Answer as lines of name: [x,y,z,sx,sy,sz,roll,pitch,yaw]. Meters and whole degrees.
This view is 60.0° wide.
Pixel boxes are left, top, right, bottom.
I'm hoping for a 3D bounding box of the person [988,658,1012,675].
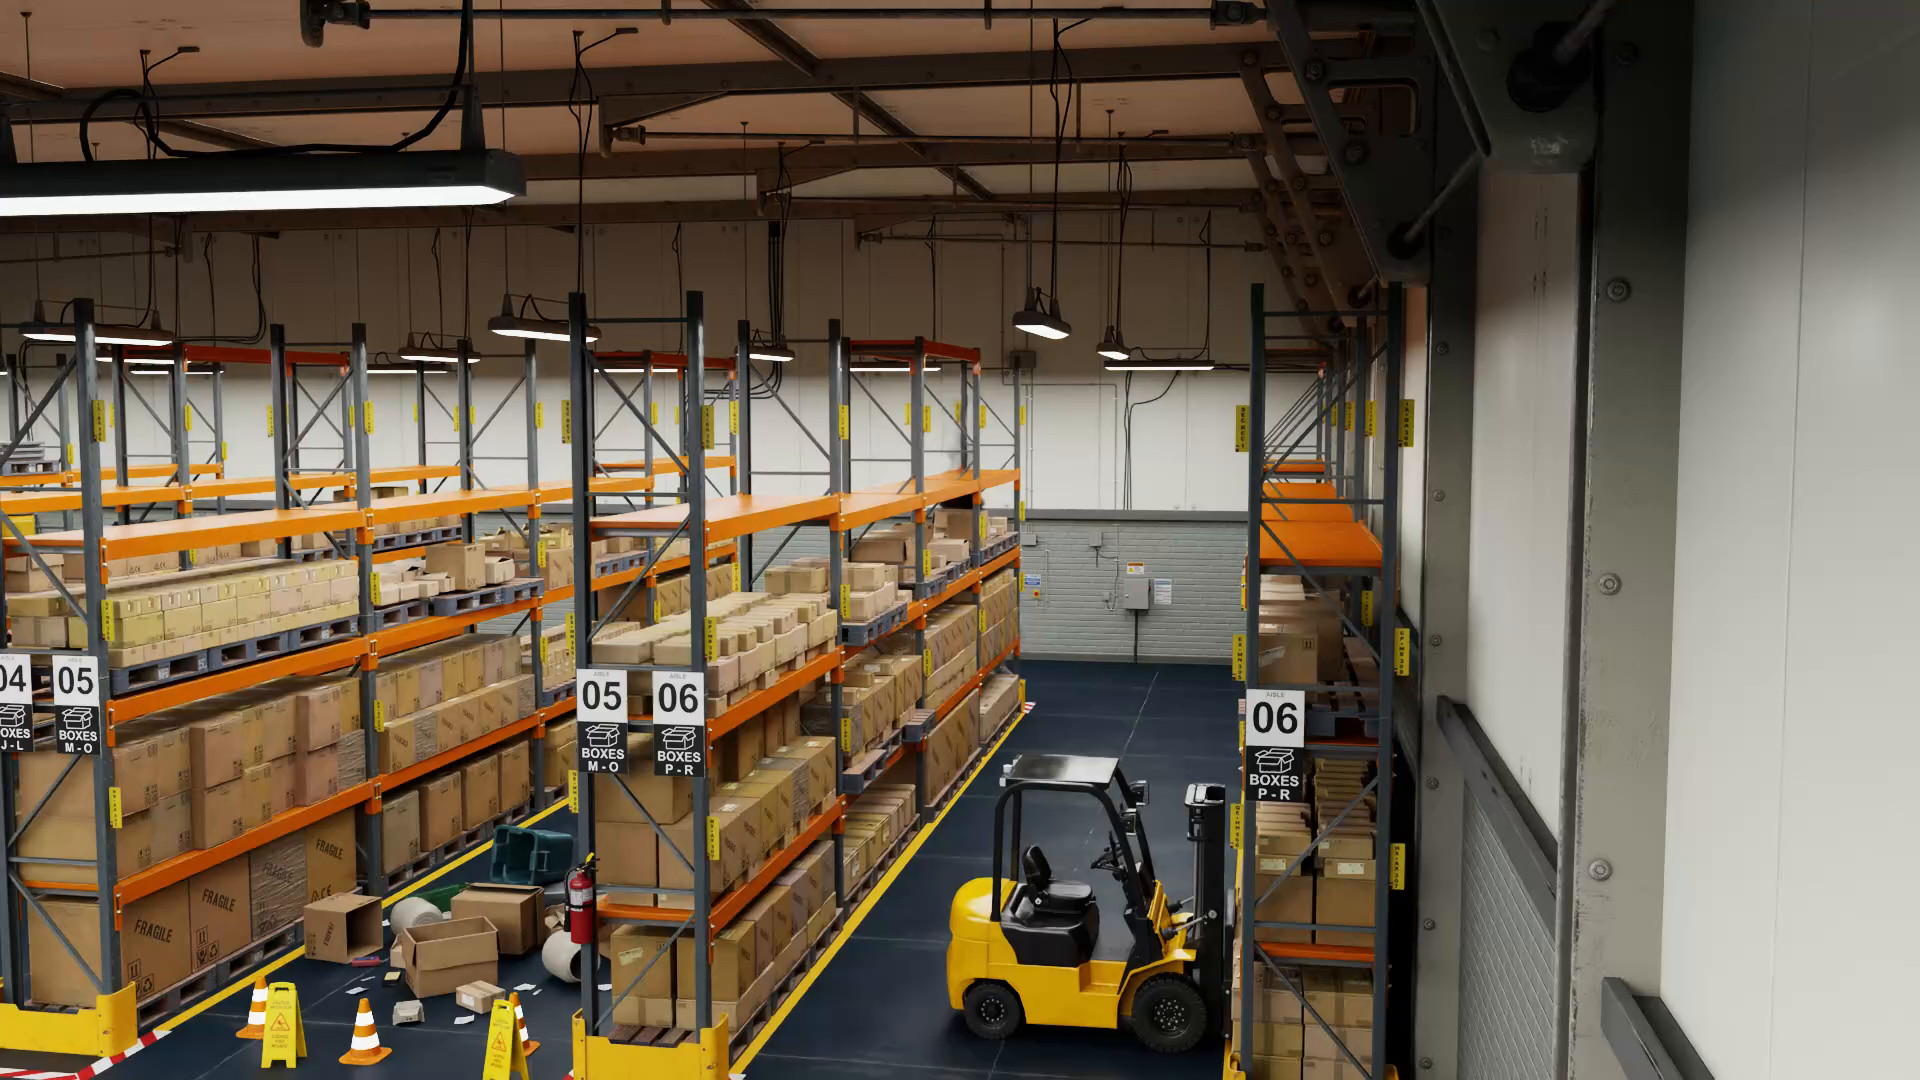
person: [0.620,1.915,29.386,0.705,1.798,0.709,2,5,25]
